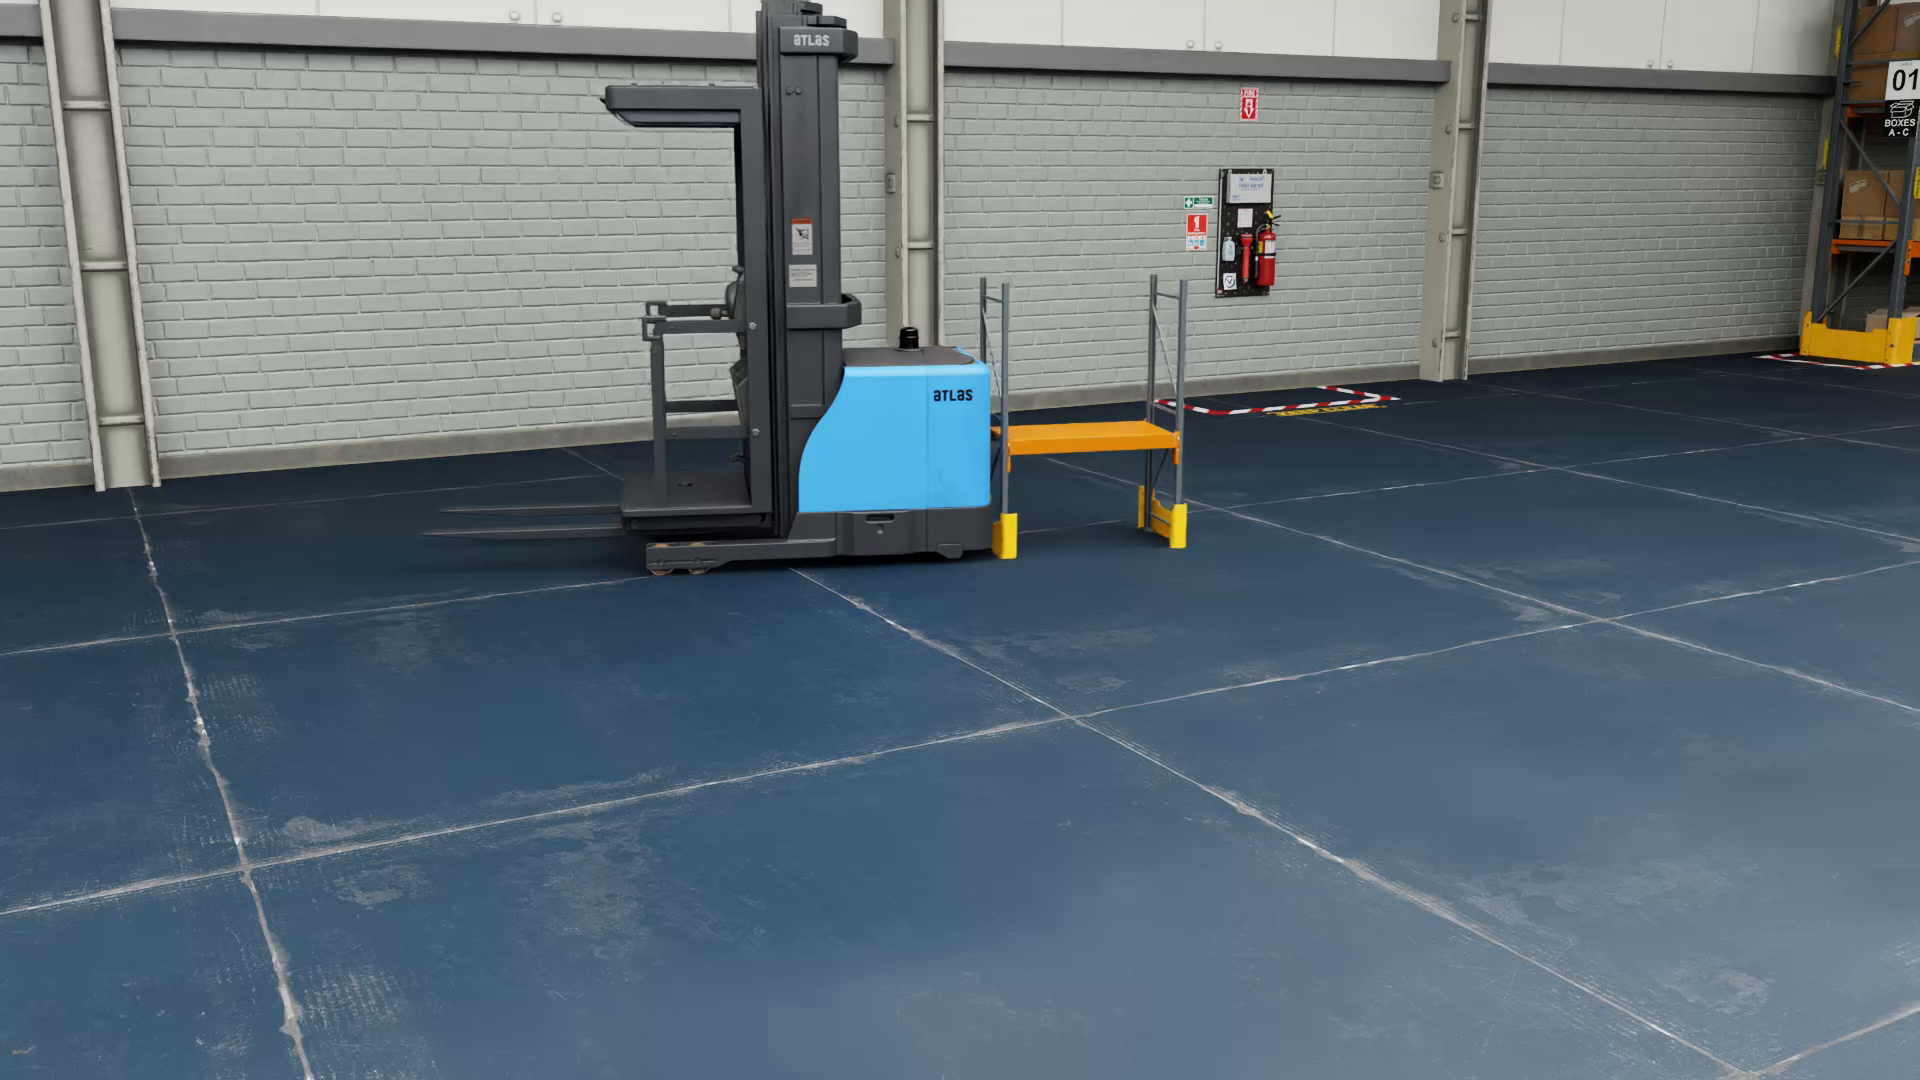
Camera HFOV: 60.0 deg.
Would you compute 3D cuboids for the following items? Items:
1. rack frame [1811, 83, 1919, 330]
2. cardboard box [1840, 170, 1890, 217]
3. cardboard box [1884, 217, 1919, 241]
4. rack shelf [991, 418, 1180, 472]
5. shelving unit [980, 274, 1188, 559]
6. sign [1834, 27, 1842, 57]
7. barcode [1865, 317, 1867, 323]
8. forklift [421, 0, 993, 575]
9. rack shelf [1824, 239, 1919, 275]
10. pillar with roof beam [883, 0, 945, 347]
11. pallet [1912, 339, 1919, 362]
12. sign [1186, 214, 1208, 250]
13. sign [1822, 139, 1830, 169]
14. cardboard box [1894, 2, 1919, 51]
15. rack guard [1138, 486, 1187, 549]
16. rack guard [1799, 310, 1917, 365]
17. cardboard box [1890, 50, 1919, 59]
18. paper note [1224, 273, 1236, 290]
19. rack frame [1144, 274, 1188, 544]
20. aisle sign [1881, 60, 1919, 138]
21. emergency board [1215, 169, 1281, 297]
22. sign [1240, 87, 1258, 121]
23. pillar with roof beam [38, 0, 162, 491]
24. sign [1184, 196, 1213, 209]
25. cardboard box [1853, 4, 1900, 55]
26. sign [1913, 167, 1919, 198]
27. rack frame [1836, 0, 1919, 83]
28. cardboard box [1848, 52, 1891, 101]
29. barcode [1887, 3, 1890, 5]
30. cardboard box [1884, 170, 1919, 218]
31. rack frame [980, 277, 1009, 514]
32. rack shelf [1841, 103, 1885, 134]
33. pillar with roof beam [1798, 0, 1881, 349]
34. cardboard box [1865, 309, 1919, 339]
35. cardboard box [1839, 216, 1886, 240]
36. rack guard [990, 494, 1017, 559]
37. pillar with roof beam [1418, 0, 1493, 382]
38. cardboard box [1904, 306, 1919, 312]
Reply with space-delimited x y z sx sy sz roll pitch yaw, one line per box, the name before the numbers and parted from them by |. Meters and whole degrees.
rack frame | 9.960 -3.490 18.284 0.127 3.000 1.000 -7 14 -28
cardboard box | 10.272 -3.883 18.619 0.500 0.500 0.500 -7 14 -28
cardboard box | 10.541 -3.417 18.255 0.500 0.250 0.500 -7 15 -29
rack shelf | 0.679 -0.543 9.425 1.000 0.185 0.538 -3 13 -14
shelving unit | 0.688 -0.719 9.388 1.083 1.500 0.587 -3 13 -14
sign | 9.712 -5.494 18.343 0.005 0.325 0.100 -7 14 -28
barcode | 10.435 -2.532 19.128 0.075 0.075 0.001 -7 14 -28
forklift | -1.386 -1.368 9.010 3.031 2.935 1.130 -2 13 -9
rack shelf | 11.716 -3.349 19.298 4.000 0.370 1.077 -7 14 -28
pillar with roof beam | 1.690 -4.565 9.398 0.400 9.000 9.100 -7 14 -28
pallet | 10.757 -2.216 18.976 1.213 0.211 1.003 -7 14 -28
sign | 2.172 -2.826 15.251 0.234 0.329 0.001 -7 14 -28
sign | 9.712 -4.318 18.607 0.005 0.325 0.100 -7 14 -28
cardboard box | 10.415 -5.493 17.804 0.500 0.500 0.500 -8 15 -32
rack guard | 1.170 -0.136 9.646 0.087 0.250 0.587 -3 13 -14
rack guard | 10.027 -2.278 18.594 0.348 0.500 1.175 -7 14 -28
cardboard box | 10.374 -4.999 17.884 0.500 0.500 0.500 -6 14 -26
paper note | 2.518 -2.411 15.498 0.142 0.148 0.016 -7 14 -28
rack frame | 1.171 -0.746 9.509 0.032 1.500 0.500 -3 13 -14
aisle sign | 10.041 -4.693 17.708 0.004 0.787 0.394 -7 14 -28
emergency board | 2.707 -2.846 15.425 0.643 1.169 0.194 -7 14 -28
sign | 2.652 -3.996 15.252 0.199 0.298 0.001 -7 14 -28
pillar with roof beam | -3.576 -3.934 6.593 0.400 9.000 9.100 -7 14 -28
sign | 2.180 -3.083 15.187 0.331 0.109 0.001 -7 14 -28
cardboard box | 10.214 -5.595 18.258 0.500 0.500 0.500 -6 14 -25
sign | 10.221 -3.808 17.725 0.005 0.325 0.100 -7 14 -28
rack frame | 9.960 -6.417 17.626 0.127 3.000 1.000 -7 14 -28
cardboard box | 10.205 -5.105 18.354 0.500 0.500 0.500 -6 14 -24
barcode | 10.344 -5.954 18.529 0.075 0.075 0.001 -7 14 -28
cardboard box | 10.523 -3.785 18.182 0.500 0.500 0.500 -7 14 -28
rack frame | 0.187 -0.691 9.262 0.032 1.500 0.500 -3 13 -14
rack shelf | 11.716 -4.813 18.969 4.000 0.370 1.077 -7 14 -28
pillar with roof beam | 12.223 -5.827 15.007 0.400 9.000 9.100 -7 14 -28
cardboard box | 10.611 -2.448 18.778 0.500 0.311 0.500 -9 15 -34
cardboard box | 10.278 -3.513 18.683 0.500 0.250 0.500 -7 14 -27
rack guard | 0.206 -0.082 9.404 0.087 0.250 0.587 -3 13 -14
pillar with roof beam | 6.957 -5.196 12.203 0.400 9.000 9.100 -7 14 -28
cardboard box | 11.111 -2.508 19.044 0.500 0.311 0.500 -6 14 -23
